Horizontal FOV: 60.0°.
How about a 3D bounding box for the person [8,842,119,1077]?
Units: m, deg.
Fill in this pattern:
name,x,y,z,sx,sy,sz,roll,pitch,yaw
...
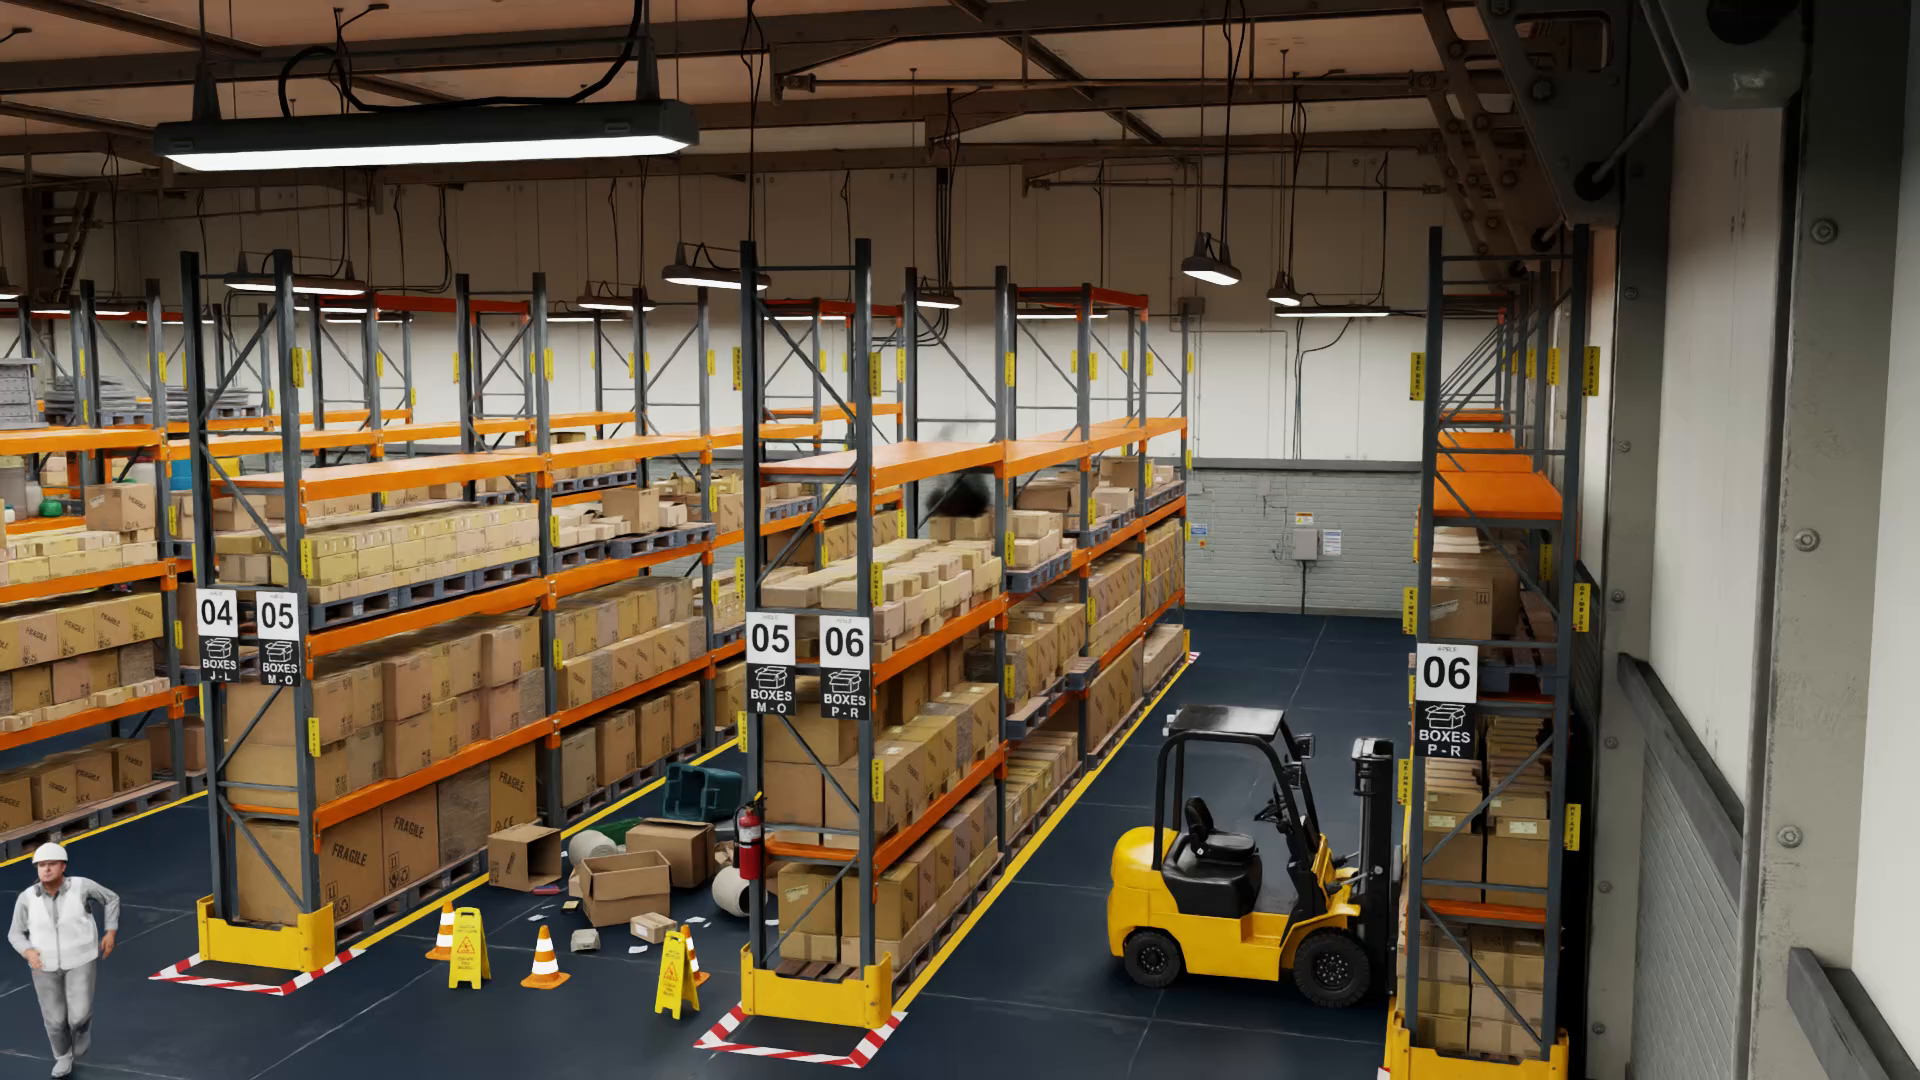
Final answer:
name,x,y,z,sx,sy,sz,roll,pitch,yaw
person,-6.348,2.993,11.791,0.687,1.729,0.679,-2,7,-20
